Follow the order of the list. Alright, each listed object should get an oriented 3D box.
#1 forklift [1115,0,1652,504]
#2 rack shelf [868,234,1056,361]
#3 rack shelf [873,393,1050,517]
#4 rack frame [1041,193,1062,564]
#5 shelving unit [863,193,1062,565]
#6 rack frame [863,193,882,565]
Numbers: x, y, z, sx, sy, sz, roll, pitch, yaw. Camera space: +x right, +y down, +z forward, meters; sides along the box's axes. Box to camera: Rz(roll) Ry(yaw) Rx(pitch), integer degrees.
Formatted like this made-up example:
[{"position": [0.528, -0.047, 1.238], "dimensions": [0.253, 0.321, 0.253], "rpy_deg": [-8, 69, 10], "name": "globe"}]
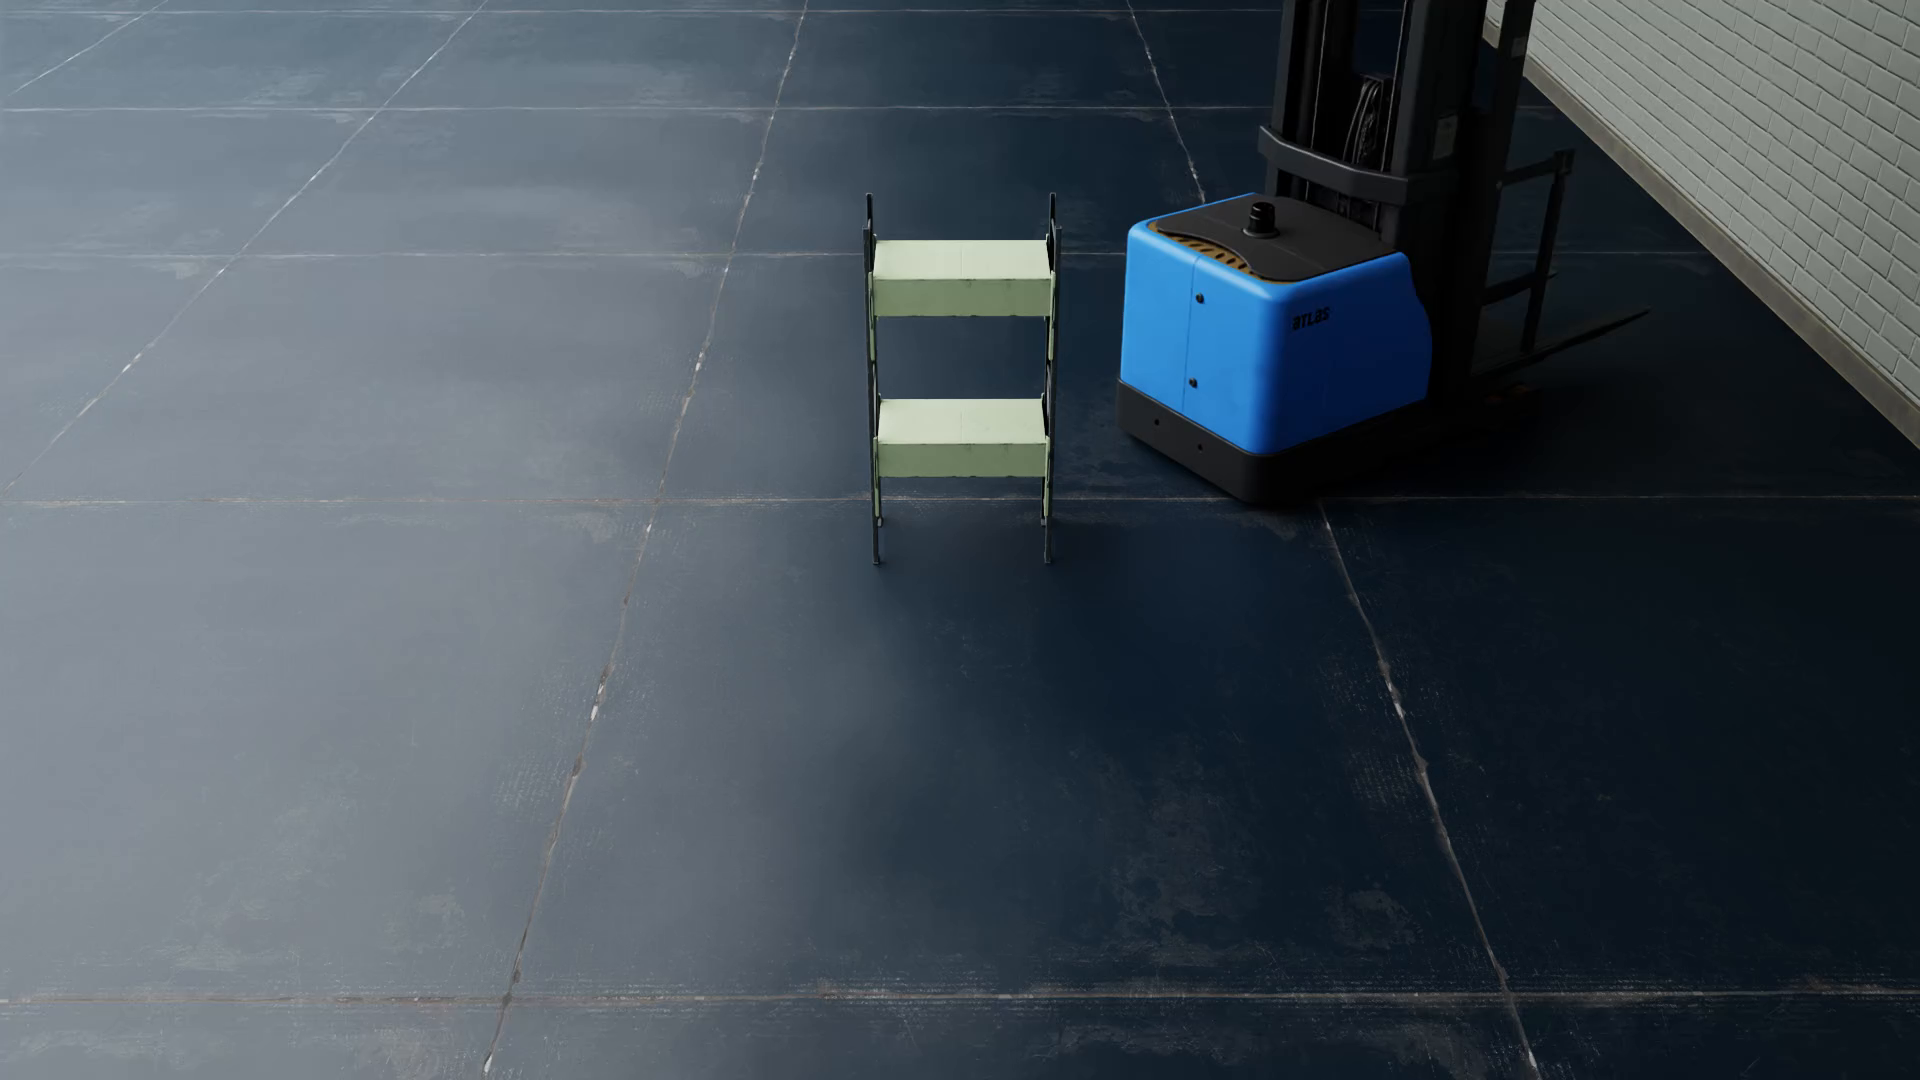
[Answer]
[{"position": [2.253, -1.999, 7.719], "dimensions": [3.031, 2.935, 1.130], "rpy_deg": [-20, 36, -29], "name": "forklift"}, {"position": [0.007, -0.975, 6.659], "dimensions": [0.720, 0.370, 0.431], "rpy_deg": [0, 31, 0], "name": "rack shelf"}, {"position": [0.007, -0.363, 7.030], "dimensions": [0.720, 0.370, 0.431], "rpy_deg": [0, 31, 0], "name": "rack shelf"}, {"position": [0.373, -0.642, 6.863], "dimensions": [0.023, 1.500, 0.400], "rpy_deg": [0, 31, 0], "name": "rack frame"}, {"position": [0.007, -0.641, 6.861], "dimensions": [0.755, 1.500, 0.431], "rpy_deg": [0, 31, 0], "name": "shelving unit"}, {"position": [-0.359, -0.640, 6.859], "dimensions": [0.023, 1.500, 0.400], "rpy_deg": [0, 31, 0], "name": "rack frame"}]
